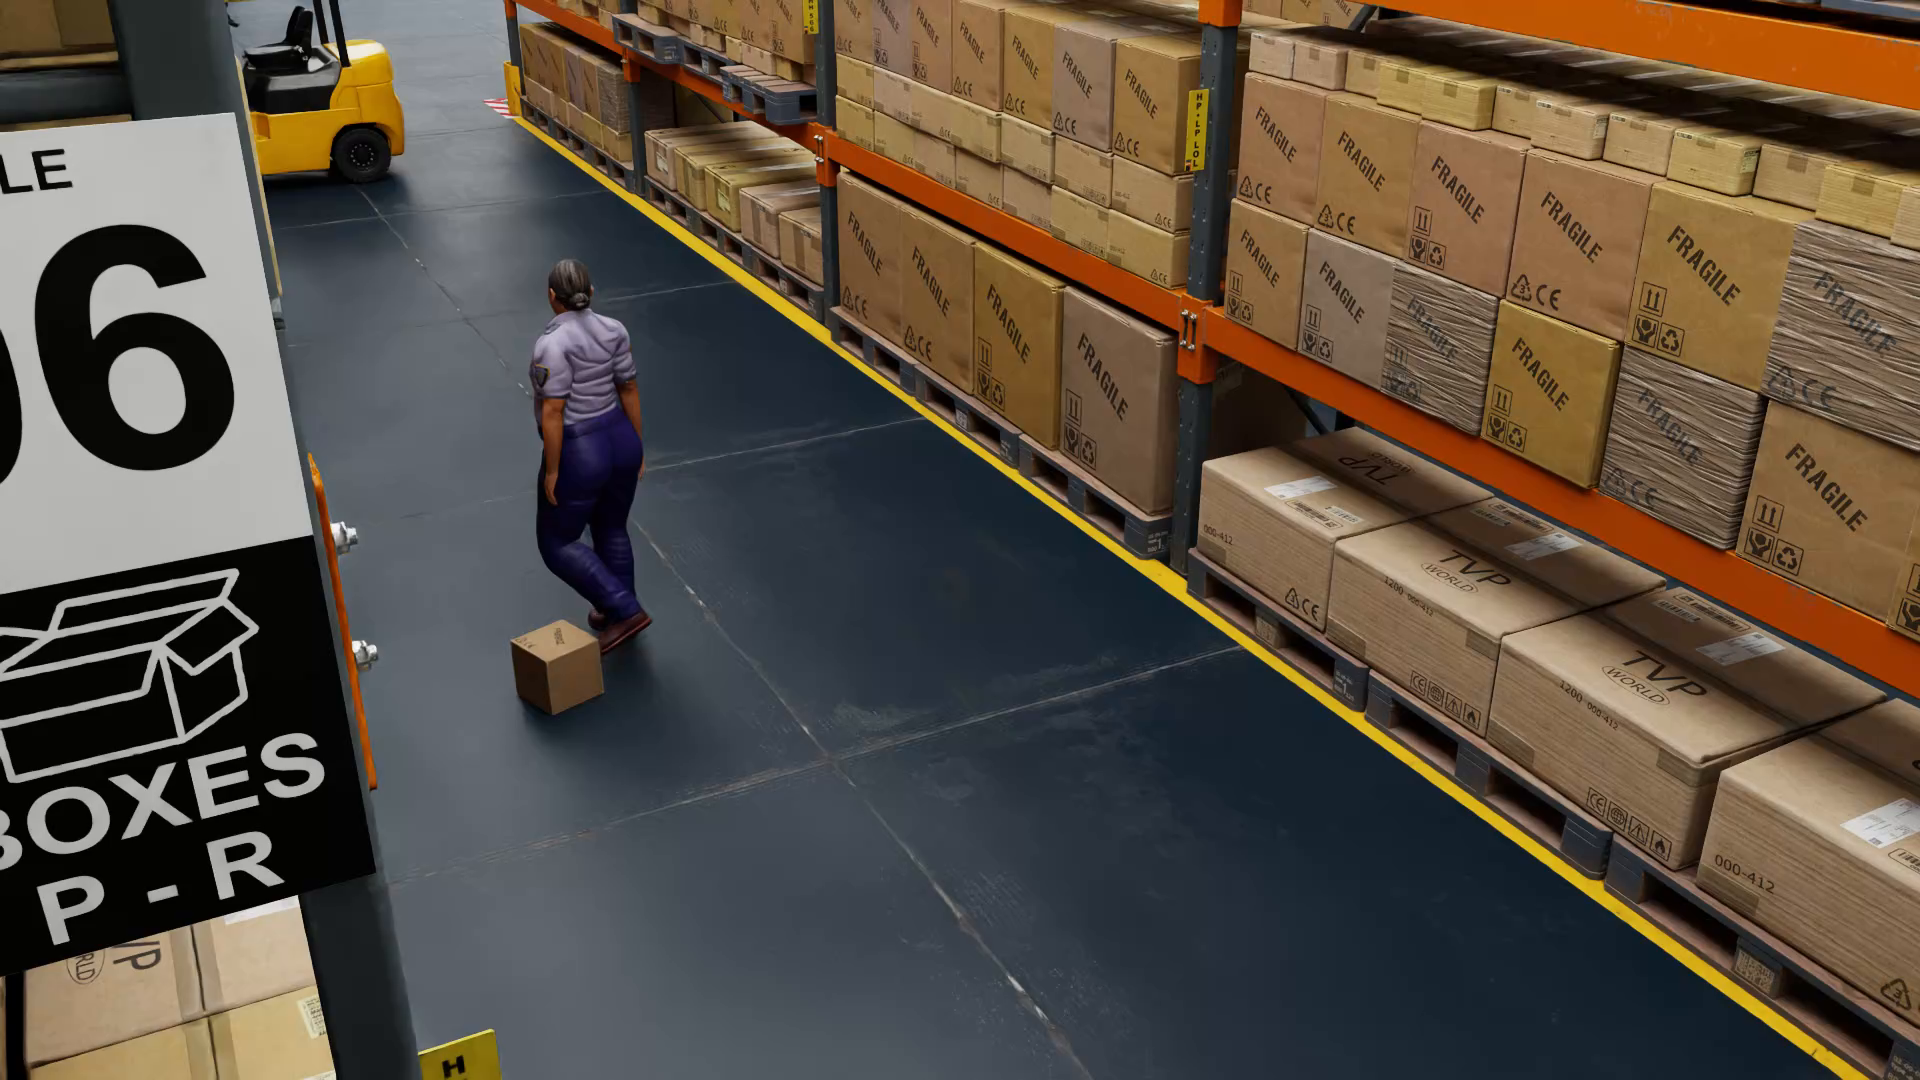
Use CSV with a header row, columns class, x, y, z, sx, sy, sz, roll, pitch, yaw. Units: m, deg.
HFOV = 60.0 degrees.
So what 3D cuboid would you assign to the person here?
class,x,y,z,sx,sy,sz,roll,pitch,yaw
person,-1.470,-0.310,6.777,0.531,1.641,0.561,16,30,30
